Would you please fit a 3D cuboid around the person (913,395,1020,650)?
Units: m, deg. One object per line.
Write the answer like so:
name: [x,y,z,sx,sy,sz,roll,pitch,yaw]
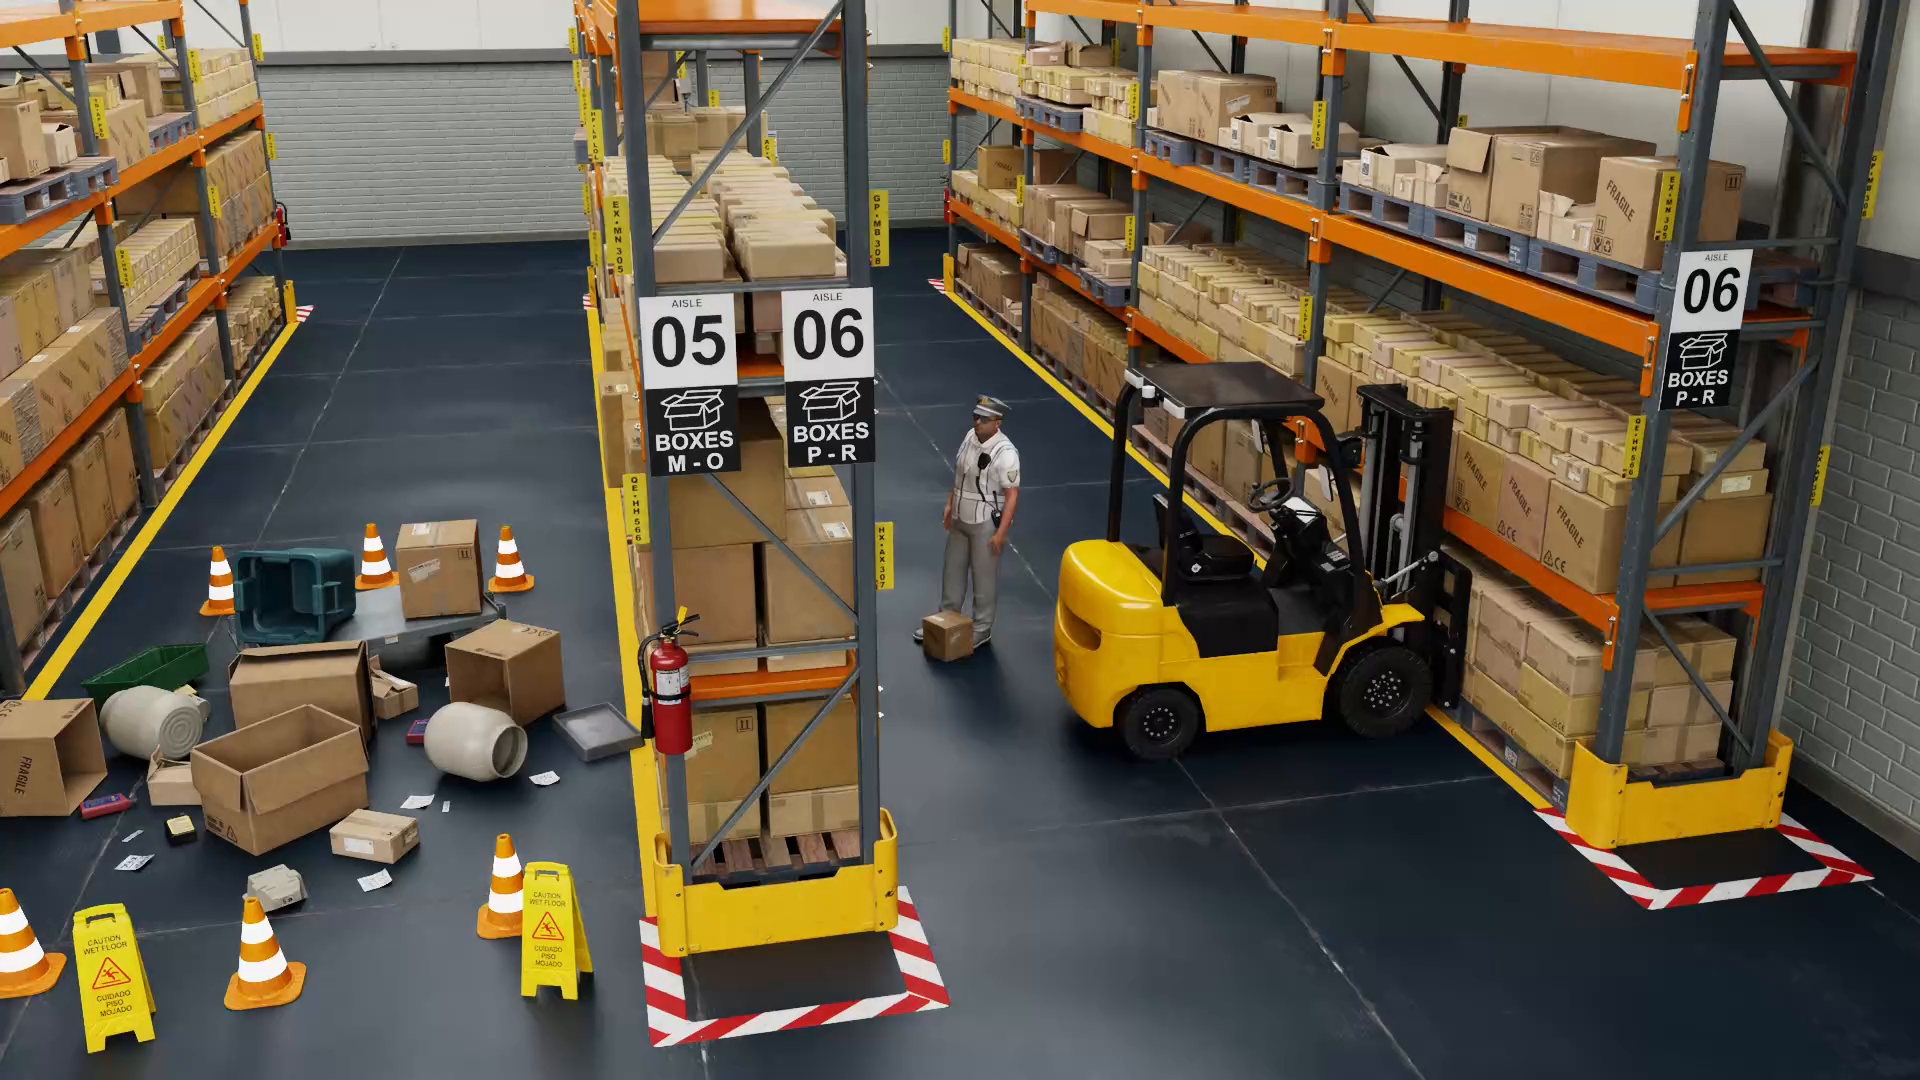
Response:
person: [0.066,-0.123,11.338,0.575,1.780,0.640,-14,24,-35]
